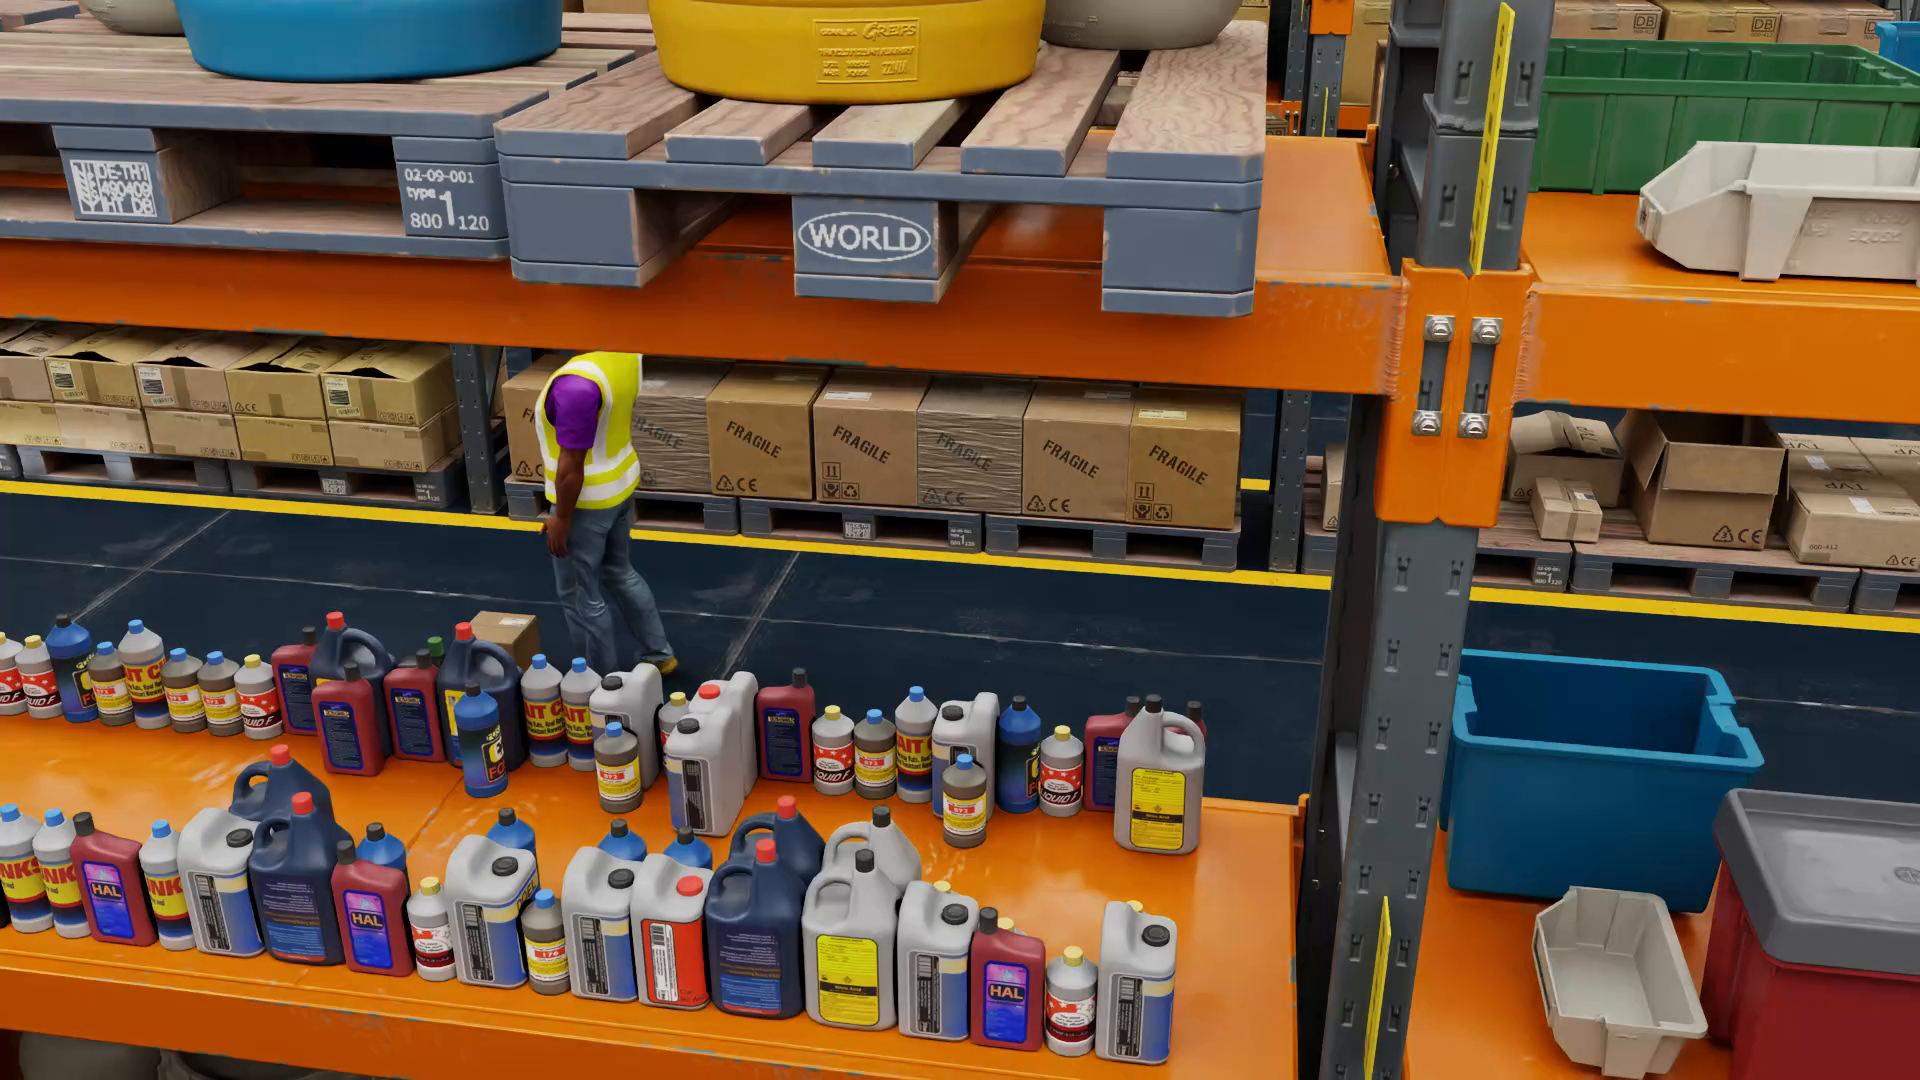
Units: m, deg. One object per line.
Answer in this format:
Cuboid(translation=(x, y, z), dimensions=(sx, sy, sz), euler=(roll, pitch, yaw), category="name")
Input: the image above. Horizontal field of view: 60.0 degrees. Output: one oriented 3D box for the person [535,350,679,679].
Cuboid(translation=(-1.441, -0.126, 6.495), dimensions=(0.490, 1.810, 0.570), euler=(4, 25, 10), category="person")
